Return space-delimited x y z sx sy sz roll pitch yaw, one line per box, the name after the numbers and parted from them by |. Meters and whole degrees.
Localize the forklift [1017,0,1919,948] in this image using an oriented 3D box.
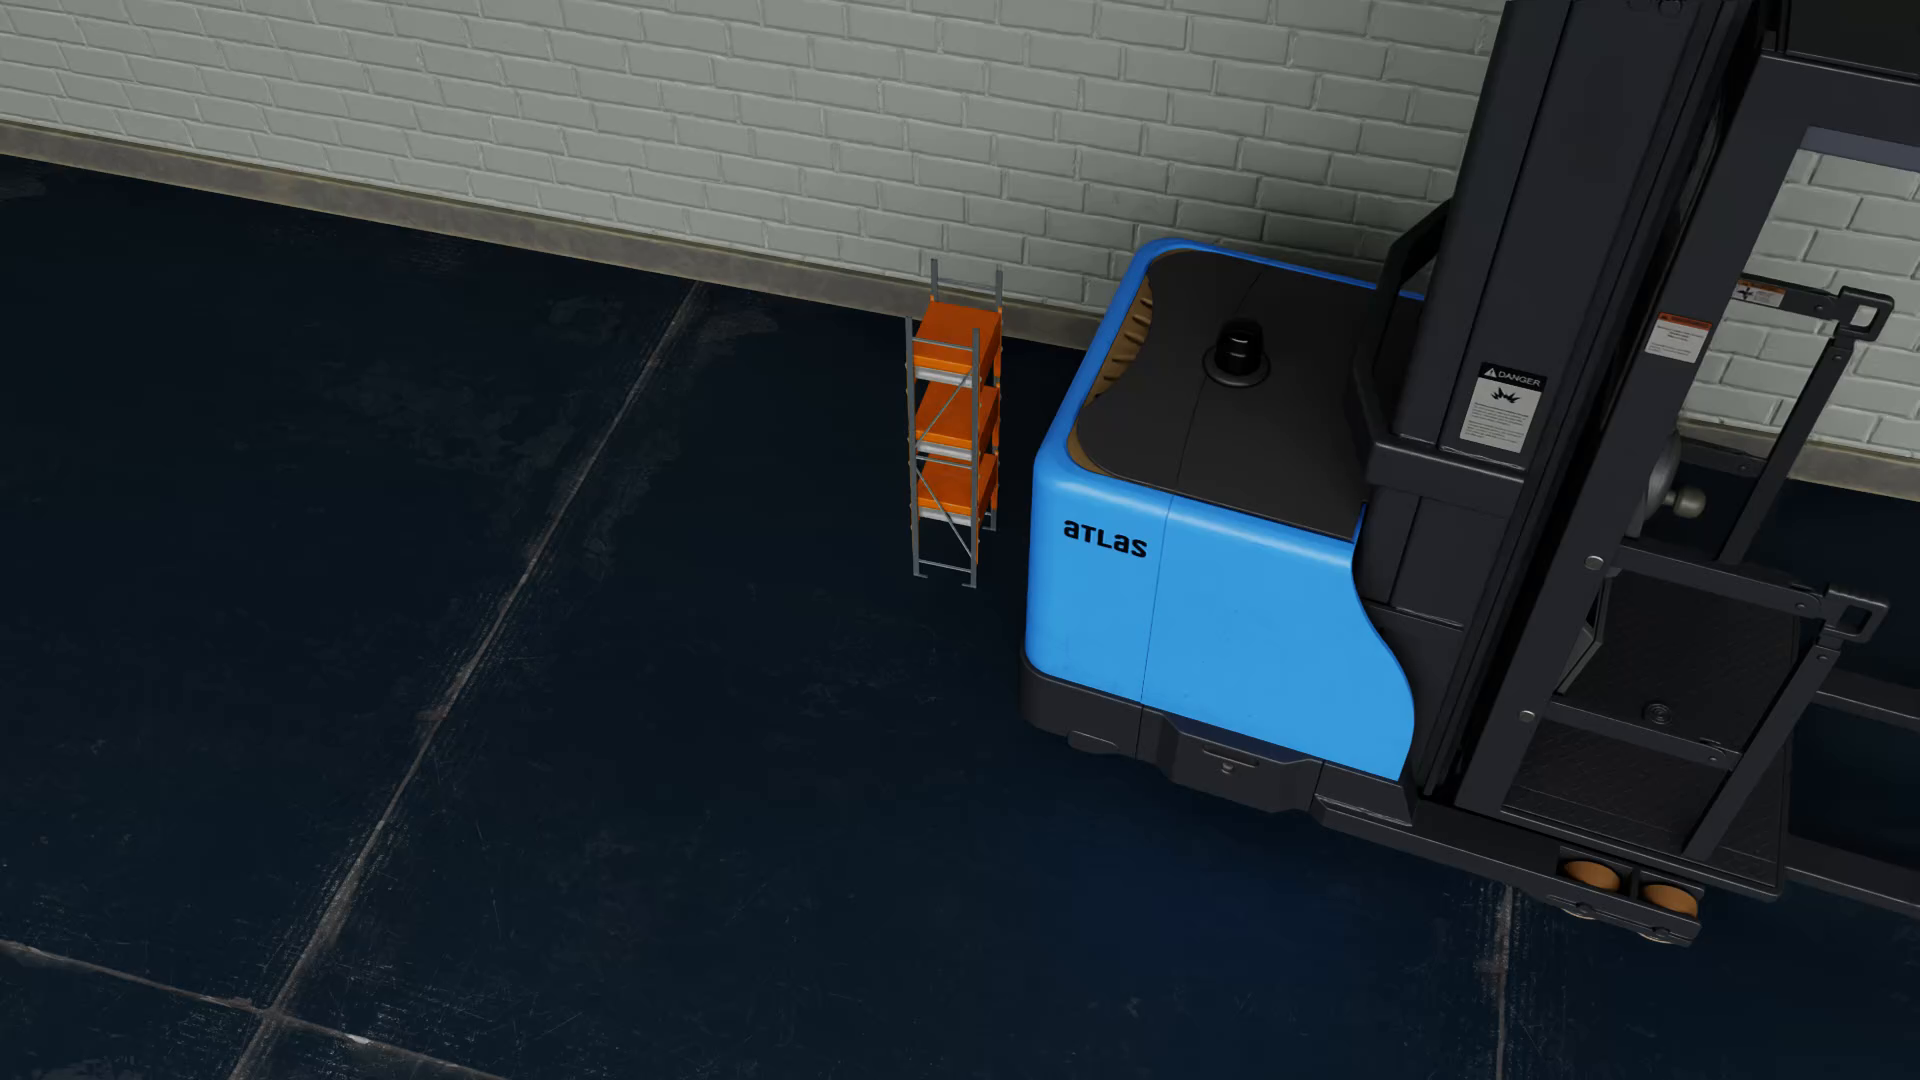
1.734 -0.378 3.629 3.031 2.935 1.130 16 51 14 | forklift

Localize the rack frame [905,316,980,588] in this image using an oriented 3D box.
-0.046 -0.220 4.744 0.200 1.050 0.008 12 50 10 | rack frame

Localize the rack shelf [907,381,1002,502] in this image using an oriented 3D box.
-0.014 -0.302 4.830 0.215 0.259 0.240 12 50 10 | rack shelf

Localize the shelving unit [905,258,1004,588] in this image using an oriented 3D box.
-0.014 -0.309 4.822 0.215 1.050 0.252 12 50 10 | shelving unit

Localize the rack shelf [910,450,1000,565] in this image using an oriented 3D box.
-0.014 -0.118 5.039 0.215 0.259 0.240 12 50 10 | rack shelf

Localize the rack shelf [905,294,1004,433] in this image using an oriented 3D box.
-0.014 -0.489 4.617 0.215 0.259 0.240 12 50 10 | rack shelf

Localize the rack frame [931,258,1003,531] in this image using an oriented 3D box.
0.018 -0.397 4.900 0.200 1.050 0.008 12 50 10 | rack frame
